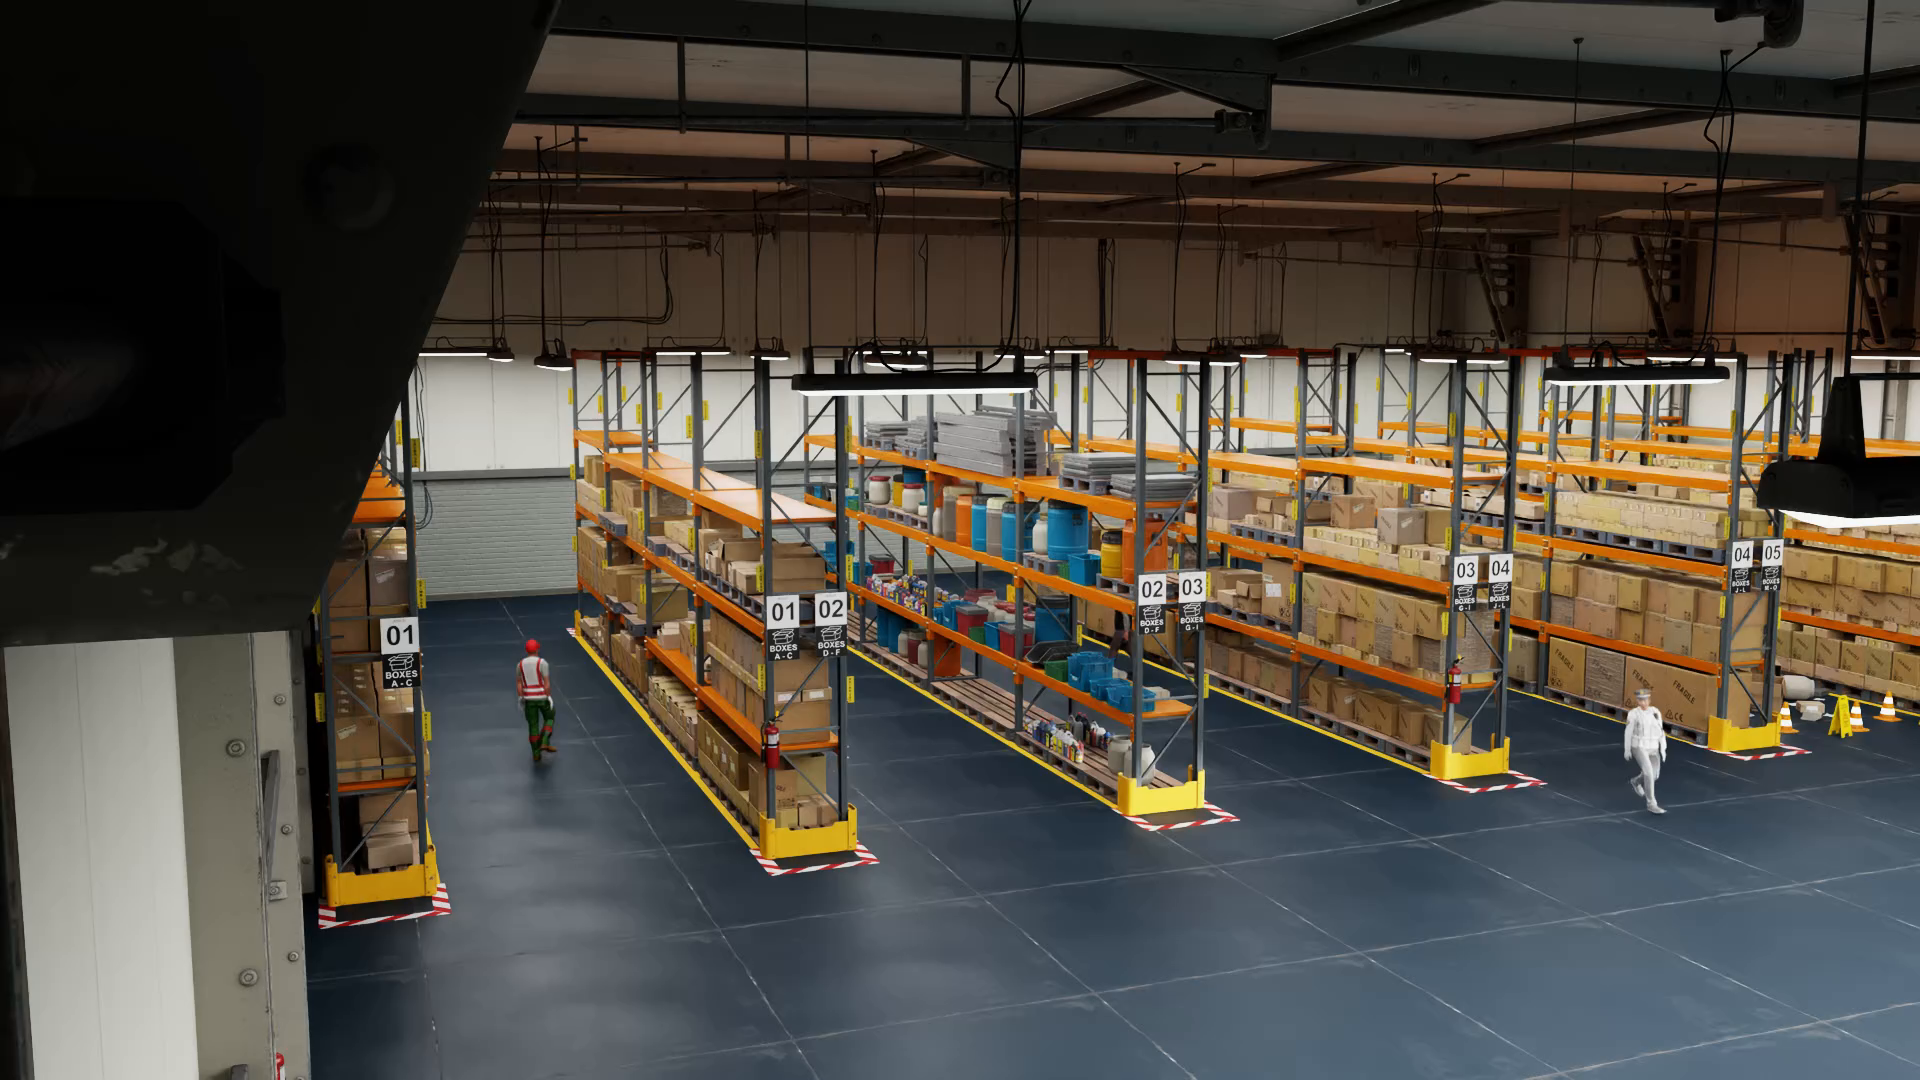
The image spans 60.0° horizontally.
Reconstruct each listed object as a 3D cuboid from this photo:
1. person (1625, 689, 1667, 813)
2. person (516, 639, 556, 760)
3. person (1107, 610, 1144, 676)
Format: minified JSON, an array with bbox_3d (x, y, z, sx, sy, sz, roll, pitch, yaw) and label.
[{"bbox_3d":[9.162,2.771,22.205,0.480,1.599,0.894,-1,7,-12],"label":"person"},{"bbox_3d":[-6.314,2.371,24.741,0.571,1.779,0.499,-1,7,-7],"label":"person"},{"bbox_3d":[3.012,1.655,30.855,0.987,1.661,0.502,6,9,40],"label":"person"}]
